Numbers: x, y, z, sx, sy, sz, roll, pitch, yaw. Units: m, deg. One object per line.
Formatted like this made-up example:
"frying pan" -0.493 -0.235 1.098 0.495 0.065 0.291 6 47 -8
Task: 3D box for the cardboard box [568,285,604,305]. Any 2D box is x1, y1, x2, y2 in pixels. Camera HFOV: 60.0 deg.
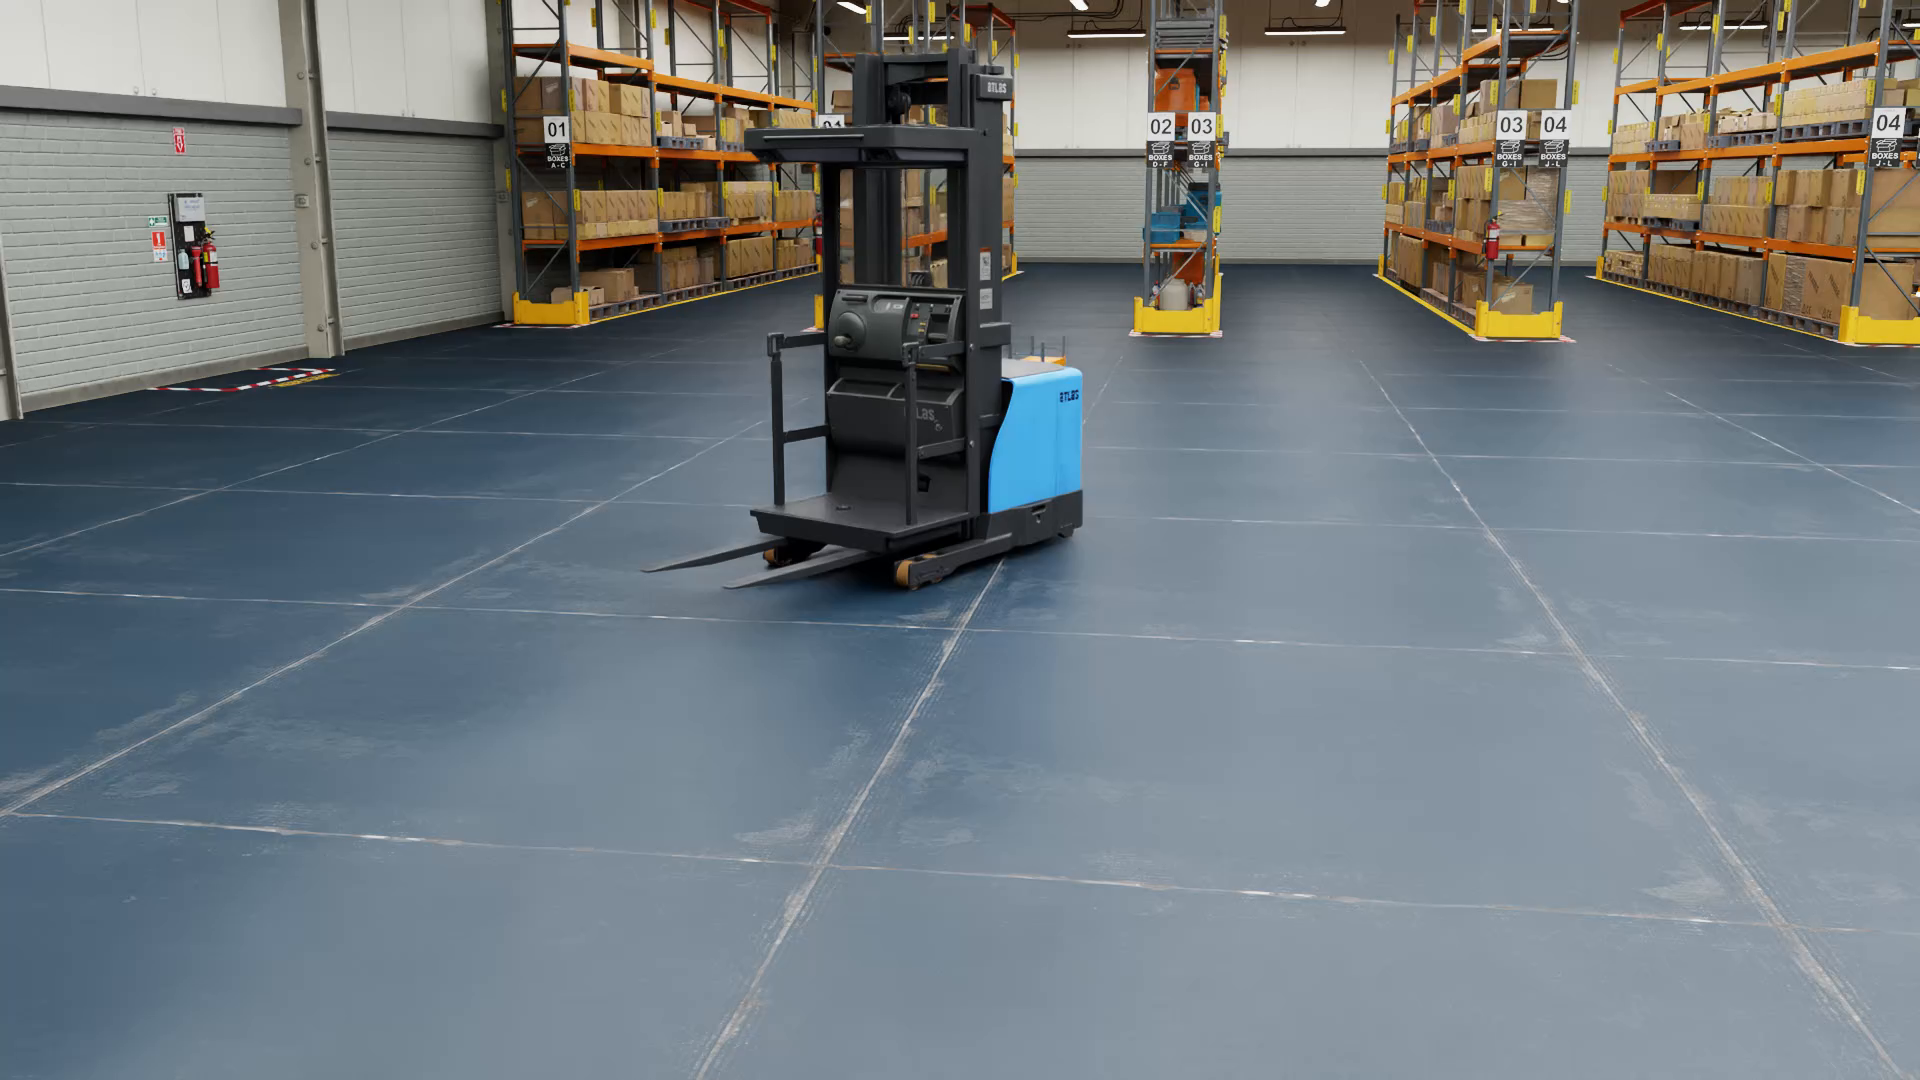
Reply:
"cardboard box" -6.255 -4.079 27.638 0.500 0.311 0.500 3 13 13

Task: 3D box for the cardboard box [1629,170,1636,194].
"cardboard box" 14.849 -7.757 36.049 0.500 0.500 0.500 2 12 10

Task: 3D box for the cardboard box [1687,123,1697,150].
"cardboard box" 14.162 -7.667 31.594 0.500 0.500 0.500 2 12 9

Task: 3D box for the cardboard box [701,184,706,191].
"cardboard box" -5.331 -7.092 33.460 0.380 0.149 0.250 0 12 1

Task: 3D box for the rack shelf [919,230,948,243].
"rack shelf" -0.719 -5.656 31.326 1.077 0.370 4.000 2 12 9

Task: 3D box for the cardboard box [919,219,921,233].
"cardboard box" -0.995 -5.622 29.816 0.500 0.250 0.500 3 12 12

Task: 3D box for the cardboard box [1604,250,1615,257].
"cardboard box" 15.075 -6.590 38.311 0.380 0.149 0.250 1 12 6

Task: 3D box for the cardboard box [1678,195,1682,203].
"cardboard box" 13.965 -6.517 31.803 0.380 0.149 0.250 2 12 10

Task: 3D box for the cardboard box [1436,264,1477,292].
"cardboard box" 9.220 -4.839 30.718 0.700 0.500 0.500 1 12 4

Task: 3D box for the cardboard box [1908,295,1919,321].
"cardboard box" 14.421 -3.511 25.591 0.500 0.500 0.500 4 13 18

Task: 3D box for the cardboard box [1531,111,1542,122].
"cardboard box" 8.416 -6.075 23.851 0.380 0.149 0.250 2 12 8

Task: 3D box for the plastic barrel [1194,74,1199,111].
"plastic barrel" 3.608 -7.143 27.212 0.600 0.901 0.708 2 12 9

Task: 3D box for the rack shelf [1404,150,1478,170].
"rack shelf" 9.684 -7.633 33.381 1.077 0.370 4.000 2 12 9

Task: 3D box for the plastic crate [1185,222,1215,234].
"plastic crate" 3.965 -5.118 27.476 0.499 0.251 0.616 2 12 9

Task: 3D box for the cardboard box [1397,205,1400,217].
"cardboard box" 9.877 -7.215 36.503 0.500 0.250 0.500 2 12 10

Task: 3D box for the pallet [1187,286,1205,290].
"pallet" 4.324 -4.740 31.985 1.003 0.211 1.213 2 12 9

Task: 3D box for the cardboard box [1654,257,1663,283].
"cardboard box" 14.421 -5.481 33.743 0.500 0.500 0.500 2 12 11

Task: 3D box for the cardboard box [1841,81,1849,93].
"cardboard box" 12.865 -6.483 23.805 0.380 0.149 0.250 2 12 10

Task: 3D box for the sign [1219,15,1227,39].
"sign" 3.794 -7.409 24.009 0.100 0.325 0.005 2 12 9

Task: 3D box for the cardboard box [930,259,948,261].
"cardboard box" -0.403 -5.229 31.835 0.500 0.311 0.500 2 12 8

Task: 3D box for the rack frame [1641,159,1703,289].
"rack frame" 14.877 -6.753 34.709 1.000 3.000 0.127 2 12 9

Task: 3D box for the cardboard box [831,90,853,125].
"cardboard box" -1.550 -6.669 25.623 0.797 0.503 0.637 3 12 13

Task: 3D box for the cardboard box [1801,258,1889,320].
"cardboard box" 13.203 -3.748 24.813 0.875 0.875 0.875 2 12 8

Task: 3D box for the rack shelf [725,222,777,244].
"rack shelf" -5.000 -6.648 35.931 1.077 0.370 4.000 2 12 9

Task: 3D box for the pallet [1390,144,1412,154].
"pallet" 10.503 -9.036 38.392 1.003 0.211 1.213 2 12 9

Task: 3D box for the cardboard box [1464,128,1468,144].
"cardboard box" 8.362 -6.467 26.617 0.500 0.250 0.500 2 12 8

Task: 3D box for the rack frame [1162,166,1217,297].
"rack frame" 4.482 -6.263 32.434 1.000 3.000 0.127 2 12 9

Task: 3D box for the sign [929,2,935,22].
"sign" -0.482 -9.035 28.464 0.100 0.325 0.005 2 12 9

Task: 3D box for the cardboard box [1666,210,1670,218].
"cardboard box" 14.086 -6.387 32.612 0.380 0.149 0.250 2 12 10

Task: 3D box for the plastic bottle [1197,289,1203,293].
"plastic bottle" 3.938 -3.980 27.275 0.097 0.271 0.097 0 12 0

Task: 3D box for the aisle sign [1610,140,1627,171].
"aisle sign" 15.207 -8.882 38.415 0.394 0.787 0.004 2 12 9

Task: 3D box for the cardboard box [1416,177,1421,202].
"cardboard box" 9.784 -7.199 34.157 0.797 0.503 0.637 2 12 9

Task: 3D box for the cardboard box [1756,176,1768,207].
"cardboard box" 13.794 -5.836 27.844 0.700 0.500 0.500 2 12 8

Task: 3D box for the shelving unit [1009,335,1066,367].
"shelving unit" 0.513 -0.739 11.075 0.258 1.200 0.503 4 13 19

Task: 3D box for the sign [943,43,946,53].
"sign" -0.330 -10.706 36.406 0.100 0.325 0.005 2 12 9

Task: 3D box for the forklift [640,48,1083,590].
"forklift" -0.505 -1.272 9.439 1.130 2.935 3.031 9 15 36

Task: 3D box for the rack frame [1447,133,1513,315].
"rack frame" 8.761 -5.270 27.825 1.000 3.000 0.127 2 12 9

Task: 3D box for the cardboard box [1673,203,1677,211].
"cardboard box" 14.004 -6.429 32.096 0.380 0.149 0.250 2 12 9

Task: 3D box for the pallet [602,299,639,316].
"pallet" -6.176 -3.992 28.517 1.003 0.211 1.213 2 12 9

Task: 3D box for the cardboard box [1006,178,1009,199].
"cardboard box" 0.870 -8.312 39.333 0.500 0.500 0.500 2 12 10

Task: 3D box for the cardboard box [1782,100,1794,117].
"cardboard box" 13.294 -6.788 26.165 0.500 0.250 0.500 2 12 9

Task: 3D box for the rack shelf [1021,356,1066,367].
"rack shelf" 0.513 -1.123 10.992 0.258 0.148 0.480 4 13 19

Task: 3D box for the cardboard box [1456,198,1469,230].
"cardboard box" 8.519 -5.269 26.880 0.875 0.500 0.500 2 12 9

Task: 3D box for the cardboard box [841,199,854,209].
"cardboard box" -1.772 -5.210 25.773 0.380 0.149 0.250 2 12 8

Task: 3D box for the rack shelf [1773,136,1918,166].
"rack shelf" 13.339 -5.786 24.810 1.077 0.370 4.000 2 12 9

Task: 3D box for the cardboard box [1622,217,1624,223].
"cardboard box" 14.989 -7.133 37.069 0.380 0.149 0.250 2 12 8

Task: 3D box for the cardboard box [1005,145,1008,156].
"cardboard box" 0.848 -9.159 39.107 0.500 0.250 0.500 2 12 9

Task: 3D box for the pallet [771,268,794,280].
"pallet" -4.498 -6.209 38.803 1.003 0.211 1.213 2 12 9

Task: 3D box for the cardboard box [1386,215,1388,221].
"cardboard box" 10.188 -7.528 38.902 0.380 0.149 0.250 2 12 8

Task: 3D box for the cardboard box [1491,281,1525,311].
"cardboard box" 8.316 -3.675 25.364 0.500 0.500 0.500 5 13 23

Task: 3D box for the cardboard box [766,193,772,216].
"cardboard box" -4.514 -7.516 37.259 0.500 0.500 0.500 2 12 8

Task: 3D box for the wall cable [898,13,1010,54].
"wall cable" -0.181 -13.211 45.816 3.097 2.526 0.112 2 12 9

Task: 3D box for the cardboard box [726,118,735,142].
"cardboard box" -5.162 -8.644 35.079 0.700 0.500 0.500 3 12 12

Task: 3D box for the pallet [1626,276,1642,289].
"pallet" 14.945 -5.531 35.657 1.003 0.211 1.213 2 12 9

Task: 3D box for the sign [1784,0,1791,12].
"sign" 13.108 -8.531 26.313 0.100 0.325 0.005 2 12 9

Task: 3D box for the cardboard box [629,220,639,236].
"cardboard box" -5.843 -5.370 28.602 0.500 0.250 0.500 2 12 8
